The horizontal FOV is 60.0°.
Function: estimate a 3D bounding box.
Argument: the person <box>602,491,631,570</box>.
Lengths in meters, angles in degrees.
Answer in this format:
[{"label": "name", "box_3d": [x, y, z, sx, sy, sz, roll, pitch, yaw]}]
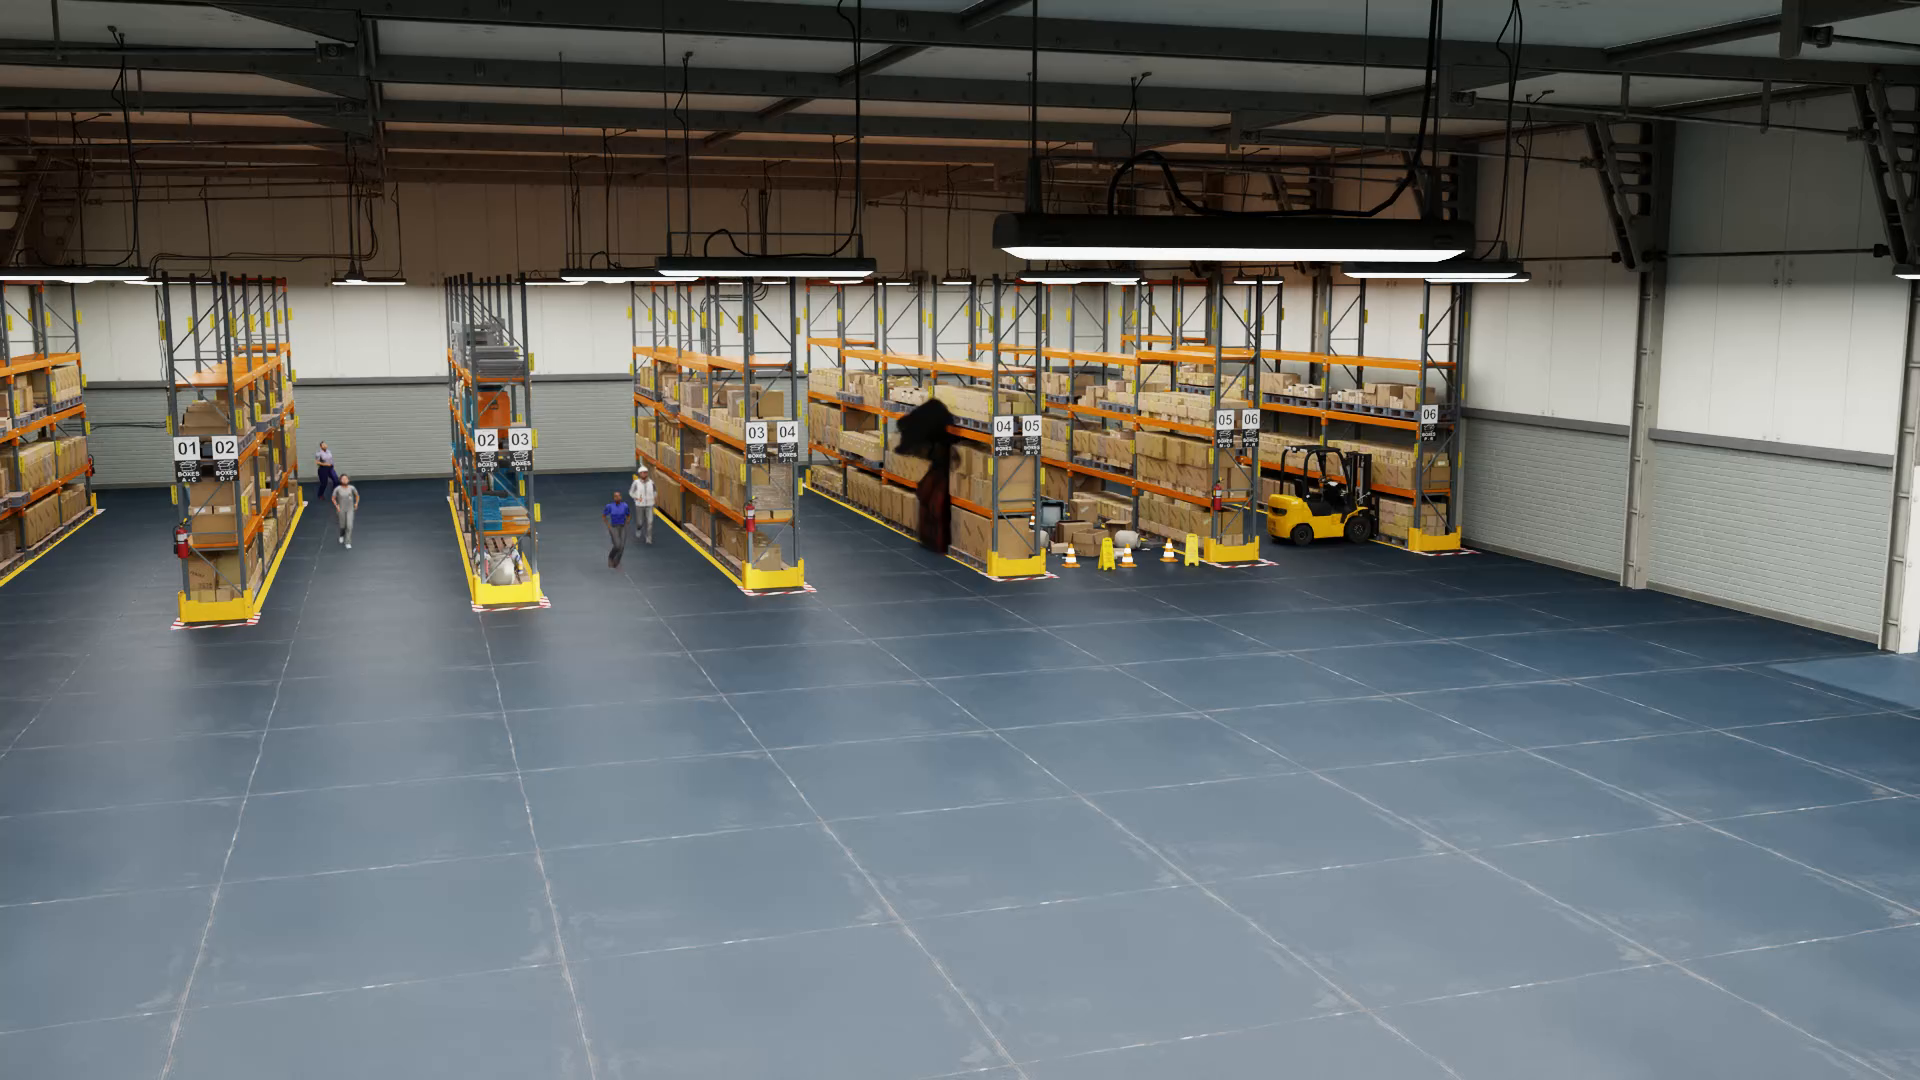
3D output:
[{"label": "person", "box_3d": [-6.962, -0.190, 33.958, 0.561, 1.621, 0.573, -5, 10, -28]}]

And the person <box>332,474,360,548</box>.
[{"label": "person", "box_3d": [-13.678, -0.651, 37.068, 0.585, 1.628, 0.605, -4, 10, -27]}]

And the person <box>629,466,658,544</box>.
[{"label": "person", "box_3d": [-7.133, -0.799, 37.636, 0.669, 1.733, 0.760, -3, 9, -21]}]

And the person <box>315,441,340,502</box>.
[{"label": "person", "box_3d": [-17.184, -1.784, 44.979, 0.705, 1.616, 0.618, 6, 10, 34]}]

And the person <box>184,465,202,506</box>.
[{"label": "person", "box_3d": [-18.677, -1.265, 40.542, 0.705, 1.765, 0.889, -3, 9, -20]}]
